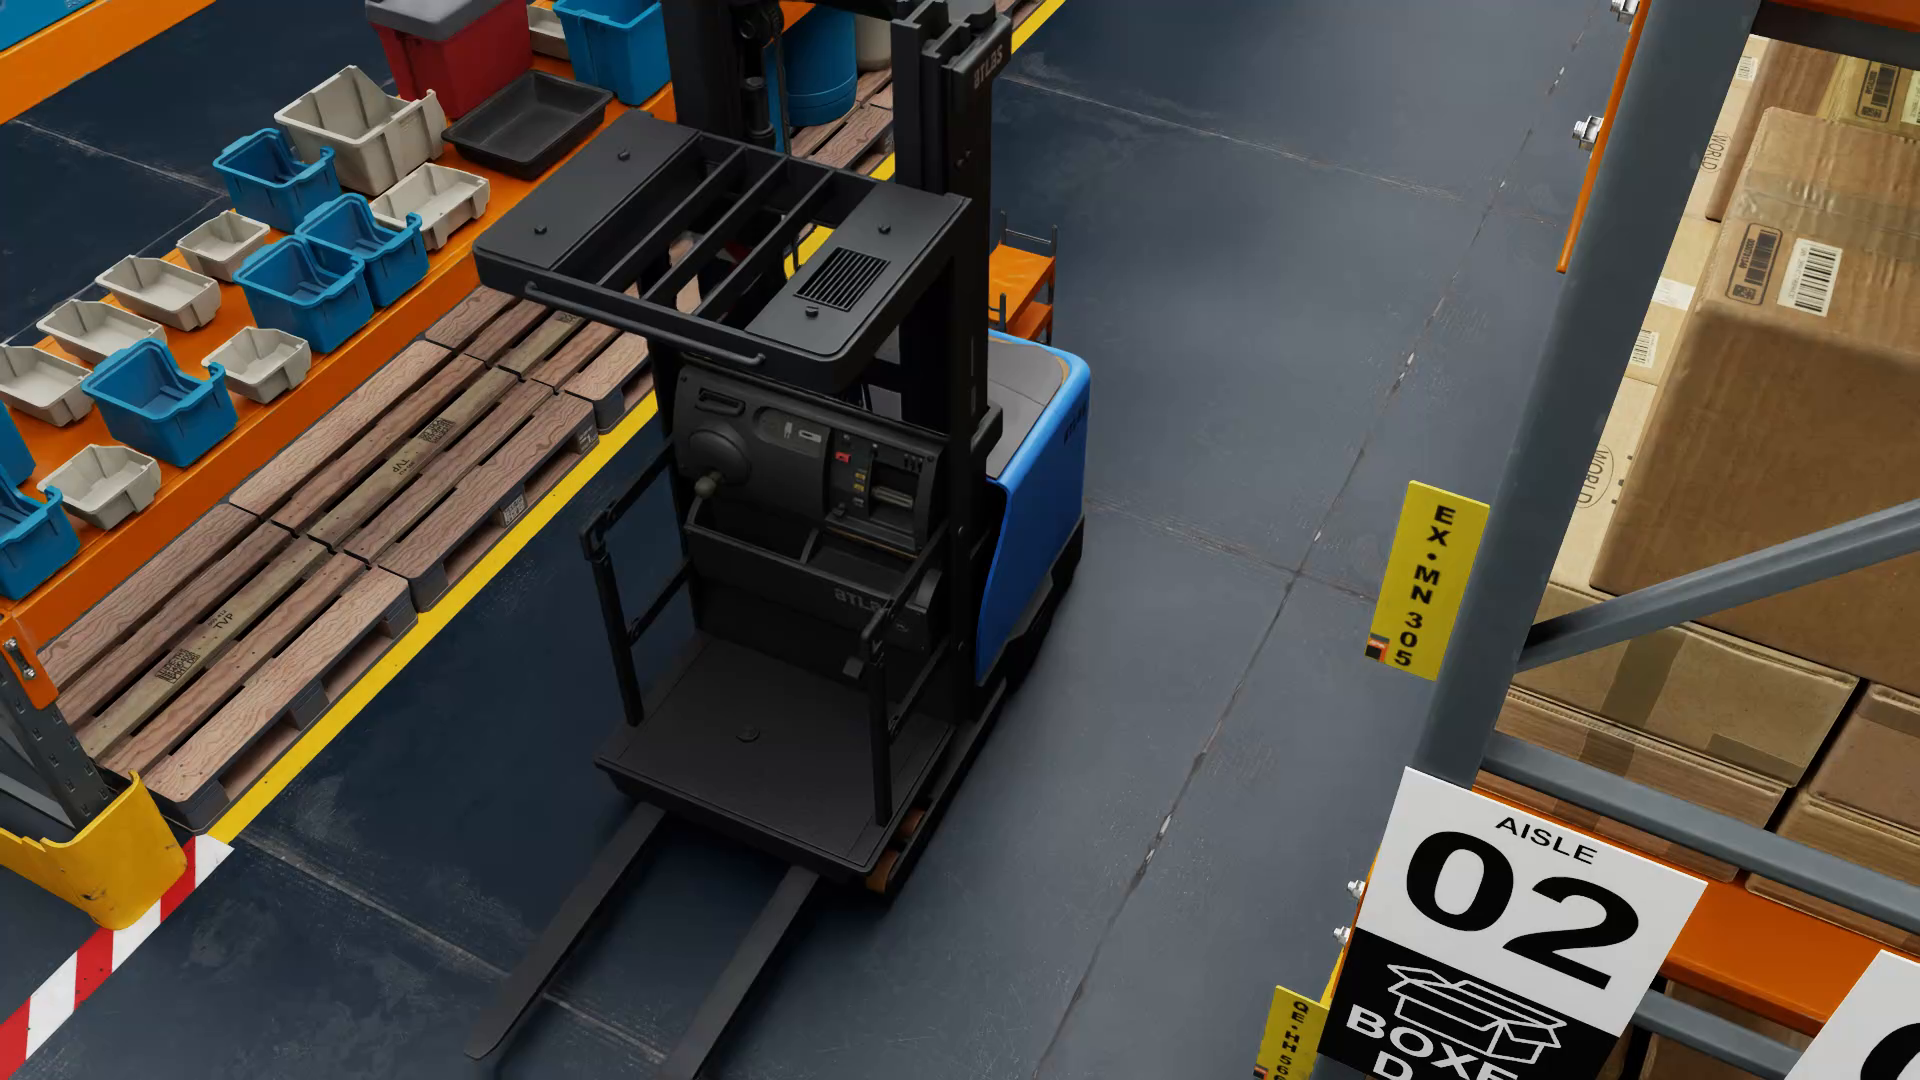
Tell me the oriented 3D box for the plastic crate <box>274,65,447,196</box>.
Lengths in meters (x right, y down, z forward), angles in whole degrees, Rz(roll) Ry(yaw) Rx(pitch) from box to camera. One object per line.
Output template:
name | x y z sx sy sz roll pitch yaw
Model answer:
plastic crate | -2.324 -1.616 6.559 0.437 0.282 0.530 20 49 19

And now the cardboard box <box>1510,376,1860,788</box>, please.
cardboard box | 1.089 0.034 2.532 0.500 0.250 0.500 20 49 19

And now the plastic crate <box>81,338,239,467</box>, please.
plastic crate | -2.597 -0.442 5.433 0.416 0.233 0.300 20 49 19

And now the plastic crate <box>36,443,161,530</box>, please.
plastic crate | -2.680 -0.168 5.230 0.250 0.136 0.298 20 49 19

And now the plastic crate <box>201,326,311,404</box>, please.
plastic crate | -2.365 -0.595 5.653 0.250 0.136 0.298 20 49 19

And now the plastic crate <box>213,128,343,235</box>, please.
plastic crate | -2.583 -1.359 6.339 0.416 0.233 0.300 20 49 19

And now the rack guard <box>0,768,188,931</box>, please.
rack guard | -3.308 0.880 5.809 1.175 0.500 0.348 20 49 19

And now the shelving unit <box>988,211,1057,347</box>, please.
shelving unit | 0.168 -0.694 6.872 0.258 1.200 0.503 19 48 18

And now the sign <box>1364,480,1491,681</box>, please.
sign | 0.595 0.058 2.132 0.100 0.325 0.005 20 49 19

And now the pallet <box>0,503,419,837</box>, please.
pallet | -2.892 0.455 6.431 1.003 0.211 1.213 20 49 19

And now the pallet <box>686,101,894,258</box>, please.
pallet | -1.057 -2.030 8.888 1.003 0.211 1.213 20 49 19

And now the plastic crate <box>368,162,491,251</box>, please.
plastic crate | -1.994 -1.270 6.319 0.293 0.136 0.466 20 49 19

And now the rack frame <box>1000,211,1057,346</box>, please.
rack frame | 0.273 -0.850 7.027 0.240 1.200 0.015 19 48 18

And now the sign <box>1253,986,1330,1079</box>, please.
sign | 0.595 0.906 2.989 0.100 0.325 0.005 20 49 19

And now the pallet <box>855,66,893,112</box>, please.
pallet | -0.492 -2.802 9.650 1.003 0.211 1.213 20 49 19

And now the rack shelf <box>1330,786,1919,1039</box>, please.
rack shelf | 2.005 -0.442 3.754 1.077 0.370 4.000 20 49 19

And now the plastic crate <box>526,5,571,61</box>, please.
plastic crate | -1.795 -2.220 7.259 0.396 0.136 0.243 20 49 19

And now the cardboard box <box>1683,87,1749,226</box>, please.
cardboard box | 1.557 -0.594 3.153 0.500 0.250 0.500 20 49 19

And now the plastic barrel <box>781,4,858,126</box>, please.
plastic barrel | -0.856 -2.731 8.800 0.600 0.901 0.708 20 49 19

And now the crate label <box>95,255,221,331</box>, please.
crate label | -2.836 -0.881 5.935 0.396 0.136 0.243 20 49 19

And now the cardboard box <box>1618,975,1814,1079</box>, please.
cardboard box | 1.516 1.041 3.119 0.500 0.500 0.500 22 49 20

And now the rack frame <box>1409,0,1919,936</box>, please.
rack frame | 1.077 -0.489 1.186 1.000 3.000 0.127 20 49 19

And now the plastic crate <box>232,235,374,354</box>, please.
plastic crate | -2.291 -0.857 5.843 0.416 0.233 0.300 20 49 19

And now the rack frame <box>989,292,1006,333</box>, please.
rack frame | 0.063 -0.537 6.717 0.240 1.200 0.015 19 48 18

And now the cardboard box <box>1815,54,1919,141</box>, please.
cardboard box | 1.608 -0.437 2.471 0.700 0.500 0.500 20 49 19

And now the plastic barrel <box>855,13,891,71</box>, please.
plastic barrel | -0.514 -2.920 9.261 0.421 0.512 0.421 0 45 0

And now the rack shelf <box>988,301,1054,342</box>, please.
rack shelf | 0.168 -0.804 6.761 0.258 0.148 0.480 19 48 18

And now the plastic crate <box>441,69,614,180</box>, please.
plastic crate | -1.734 -1.668 6.721 0.437 0.125 0.590 20 49 19

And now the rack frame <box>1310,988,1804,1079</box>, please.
rack frame | 1.077 1.620 3.320 1.000 3.000 0.127 20 49 19

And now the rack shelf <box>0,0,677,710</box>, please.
rack shelf | -2.380 -1.025 6.440 1.077 0.370 4.000 20 49 19

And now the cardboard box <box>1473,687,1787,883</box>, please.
cardboard box | 1.082 0.207 2.712 0.500 0.250 0.500 20 49 19

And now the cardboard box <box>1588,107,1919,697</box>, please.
cardboard box | 1.301 -0.150 2.187 0.700 0.500 0.500 20 49 19

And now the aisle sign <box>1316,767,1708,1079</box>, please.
aisle sign | 0.774 0.648 2.453 0.394 0.787 0.004 20 49 19

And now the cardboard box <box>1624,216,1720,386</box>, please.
cardboard box | 1.321 -0.281 2.843 0.500 0.250 0.500 20 49 19

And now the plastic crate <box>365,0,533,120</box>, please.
plastic crate | -2.089 -2.102 6.911 0.402 0.464 0.583 20 49 19

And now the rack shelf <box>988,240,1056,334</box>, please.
rack shelf | 0.168 -0.970 6.592 0.258 0.148 0.480 19 48 18

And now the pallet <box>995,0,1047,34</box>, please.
pallet | 0.076 -3.567 10.407 1.003 0.211 1.213 20 49 19

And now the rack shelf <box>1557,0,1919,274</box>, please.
rack shelf | 2.005 -1.495 2.689 1.077 0.370 4.000 20 49 19

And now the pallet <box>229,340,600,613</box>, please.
pallet | -2.324 -0.310 7.188 1.003 0.211 1.213 20 49 19

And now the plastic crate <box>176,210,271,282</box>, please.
plastic crate | -2.715 -1.074 6.126 0.298 0.136 0.250 20 49 19

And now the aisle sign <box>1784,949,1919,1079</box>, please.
aisle sign | 1.305 0.846 2.257 0.394 0.787 0.004 20 49 19

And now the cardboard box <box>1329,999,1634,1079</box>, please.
cardboard box | 1.040 0.862 3.296 0.500 0.500 0.500 20 49 19

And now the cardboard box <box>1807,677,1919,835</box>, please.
cardboard box | 1.546 0.205 2.364 0.500 0.250 0.500 20 49 19

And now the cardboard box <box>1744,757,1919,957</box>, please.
cardboard box | 1.540 0.378 2.543 0.500 0.250 0.500 20 49 19

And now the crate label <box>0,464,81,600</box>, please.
crate label | -2.903 -0.027 5.023 0.416 0.233 0.303 20 49 19

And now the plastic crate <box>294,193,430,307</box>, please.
plastic crate | -2.152 -1.046 6.030 0.416 0.233 0.300 20 49 19

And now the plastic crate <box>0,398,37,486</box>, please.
plastic crate | -3.319 -0.324 5.174 0.616 0.435 0.499 20 49 19

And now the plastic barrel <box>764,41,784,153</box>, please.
plastic barrel | -1.184 -2.285 8.359 0.600 0.901 0.708 20 49 19

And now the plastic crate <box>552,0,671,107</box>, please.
plastic crate | -1.367 -2.147 7.012 0.392 0.384 0.575 20 49 19

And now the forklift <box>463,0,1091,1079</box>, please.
forklift | -0.587 -0.156 5.123 1.130 2.935 3.031 19 48 18

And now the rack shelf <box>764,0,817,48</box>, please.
rack shelf | -0.524 -3.545 8.930 1.077 0.370 4.000 20 49 19

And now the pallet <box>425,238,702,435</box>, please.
pallet | -1.759 -1.082 7.951 1.003 0.211 1.213 20 49 19

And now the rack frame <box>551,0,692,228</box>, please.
rack frame | -1.452 -2.538 7.429 1.000 3.000 0.127 20 49 19

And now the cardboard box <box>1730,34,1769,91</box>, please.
cardboard box | 1.783 -0.911 3.467 0.500 0.250 0.500 20 49 19

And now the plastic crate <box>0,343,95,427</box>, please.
plastic crate | -3.091 -0.520 5.578 0.396 0.136 0.243 20 49 19

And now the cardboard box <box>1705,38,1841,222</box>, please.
cardboard box | 1.745 -0.788 2.817 0.700 0.500 0.500 20 49 19

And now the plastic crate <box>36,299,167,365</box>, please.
plastic crate | -2.943 -0.698 5.754 0.396 0.136 0.243 20 49 19

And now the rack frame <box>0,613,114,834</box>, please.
rack frame | -3.309 -0.018 4.939 1.000 3.000 0.127 20 49 19
